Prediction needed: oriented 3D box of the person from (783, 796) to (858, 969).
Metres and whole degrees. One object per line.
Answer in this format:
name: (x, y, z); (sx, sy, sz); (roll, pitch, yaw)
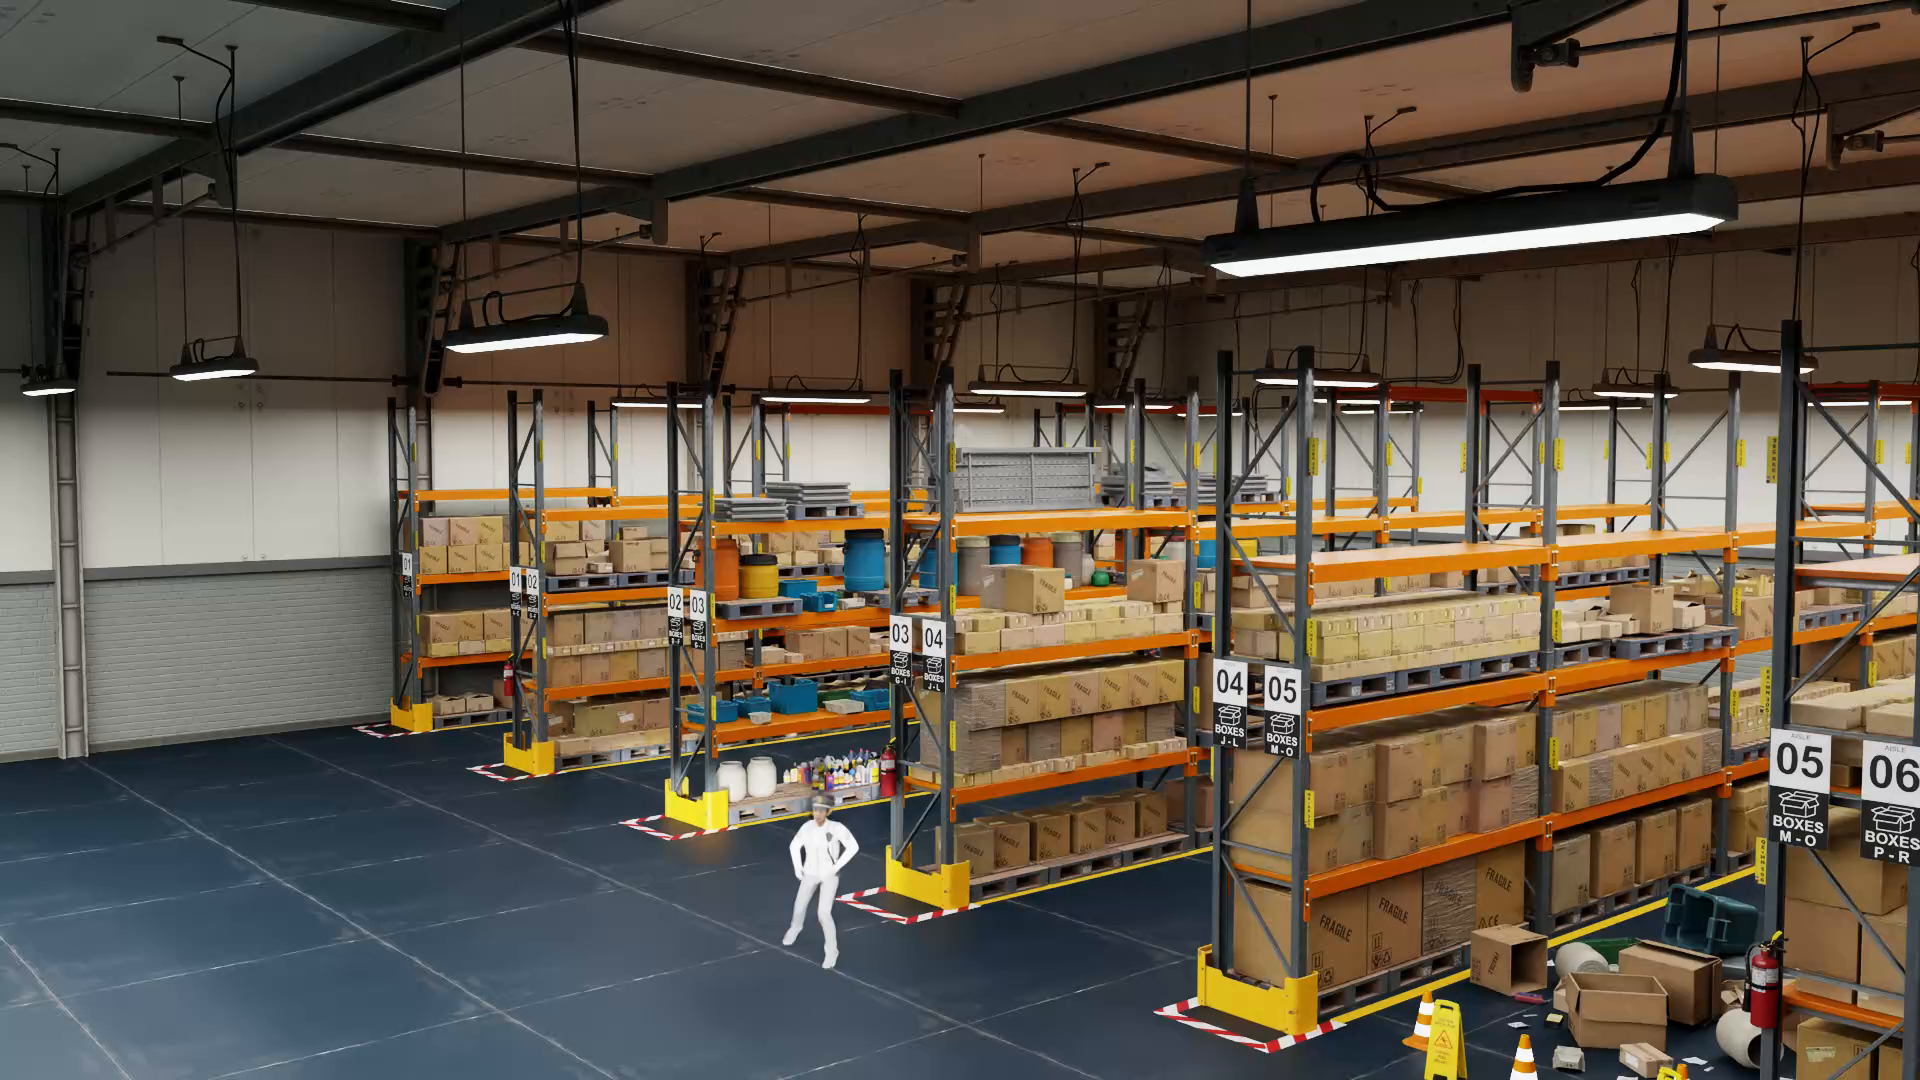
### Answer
person: (-1.436, 3.378, 16.691); (0.841, 1.688, 0.713); (1, 3, 13)
